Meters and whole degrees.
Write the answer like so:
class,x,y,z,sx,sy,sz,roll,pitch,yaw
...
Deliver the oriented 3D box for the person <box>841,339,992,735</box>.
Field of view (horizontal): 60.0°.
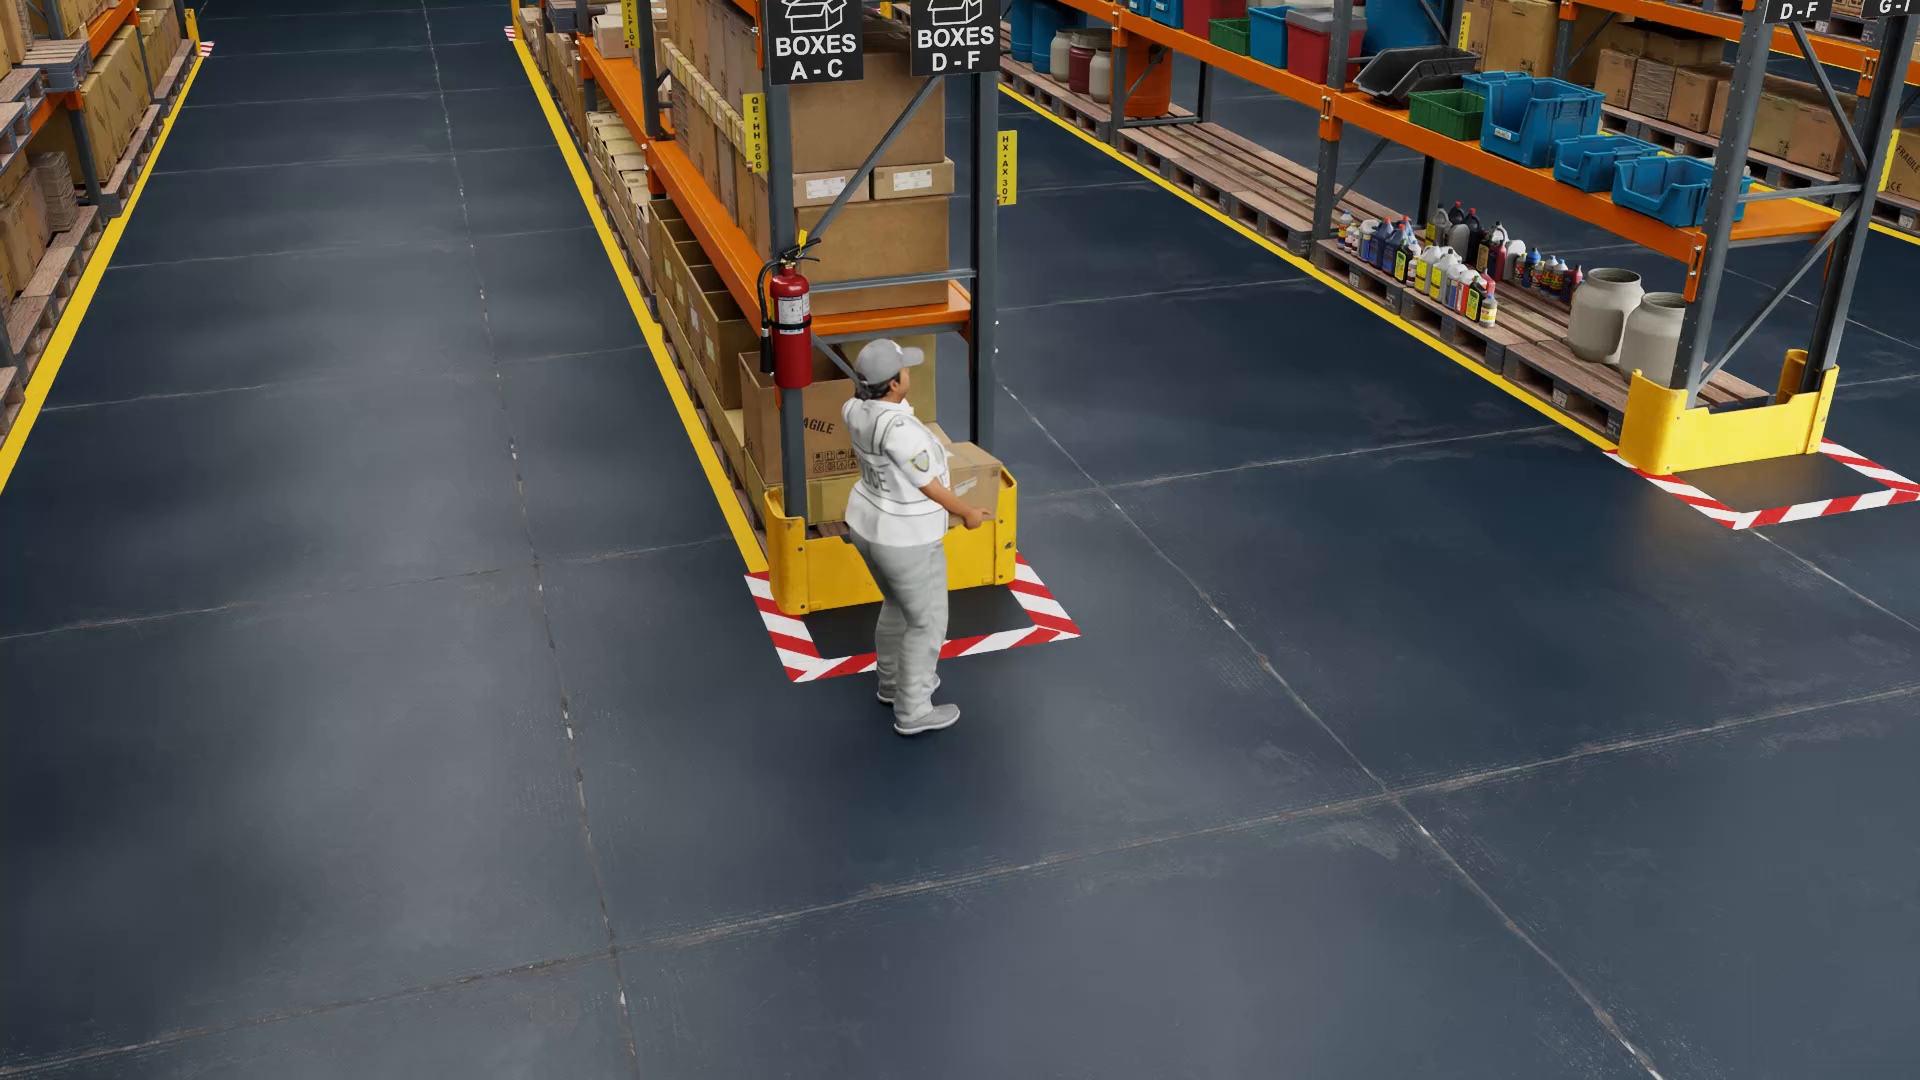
class,x,y,z,sx,sy,sz,roll,pitch,yaw
person,-0.178,-0.037,6.697,0.541,1.653,0.452,-15,30,-28
